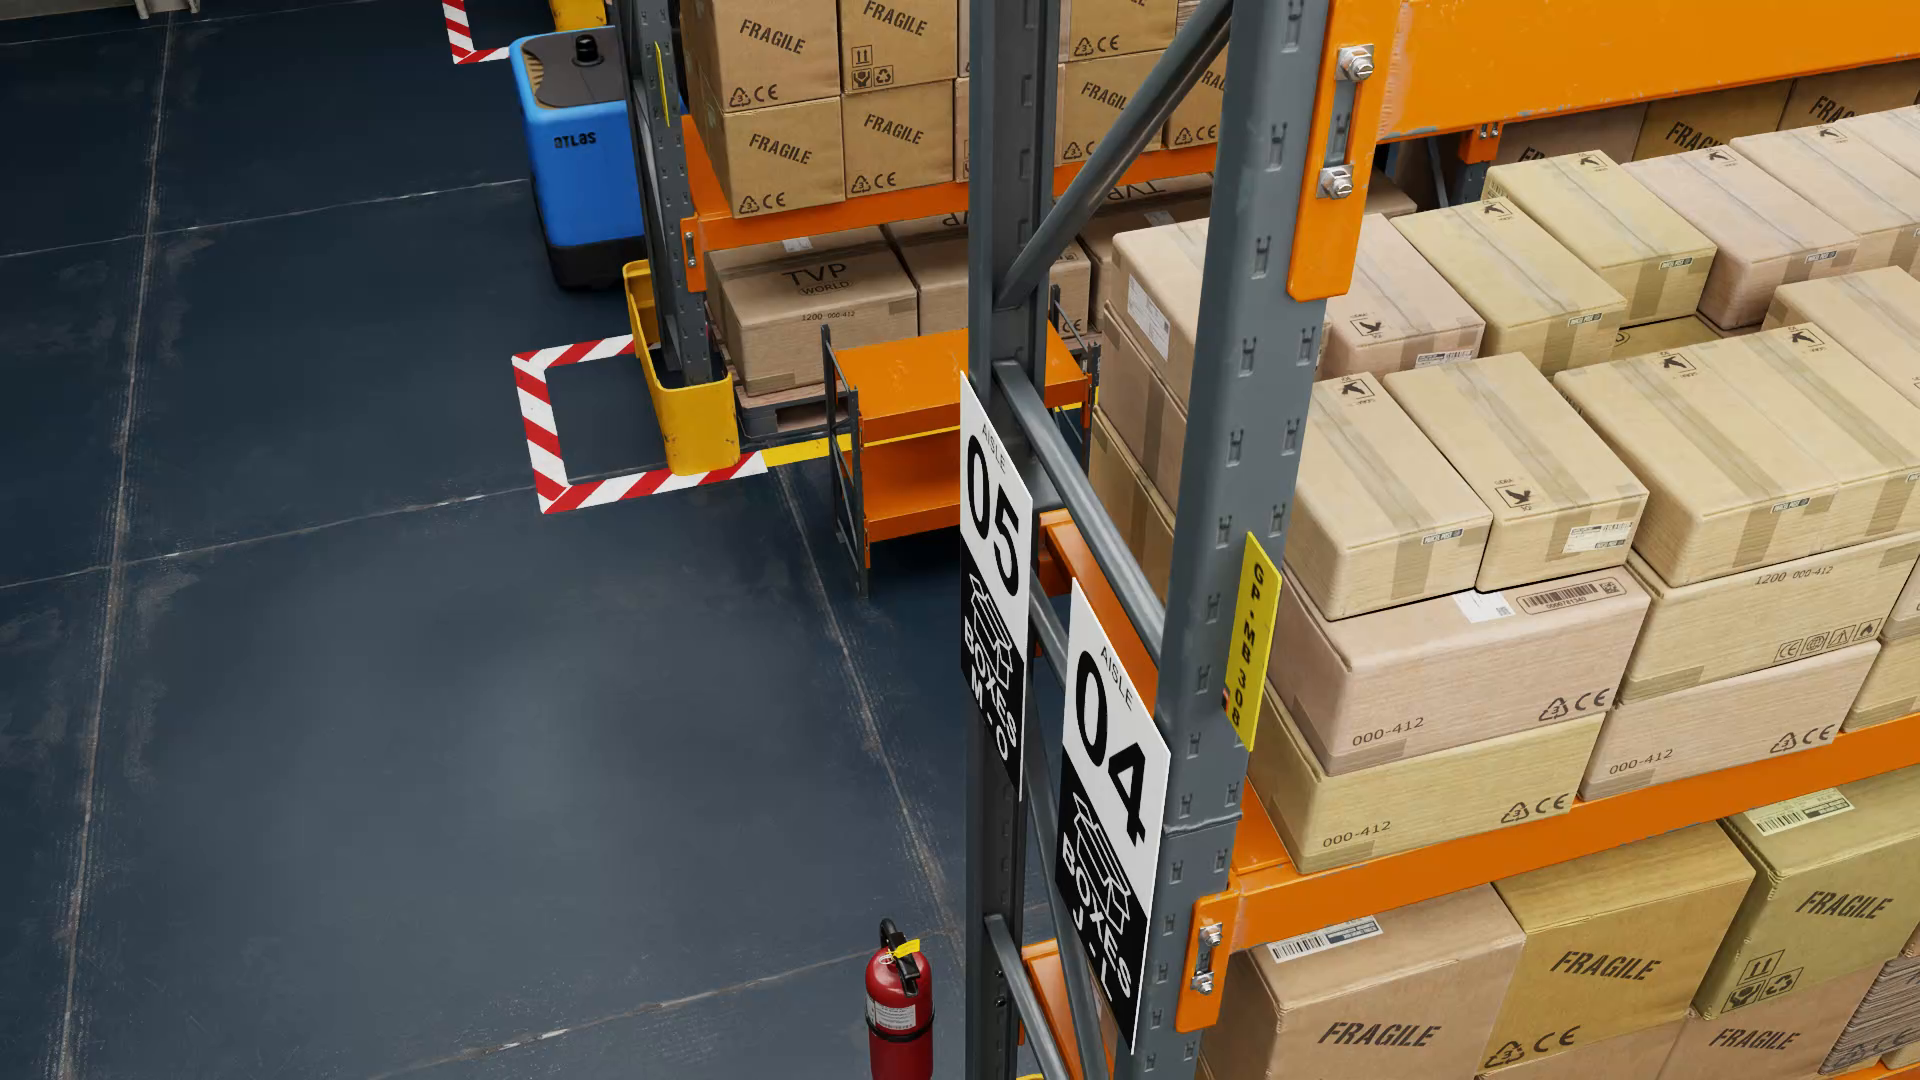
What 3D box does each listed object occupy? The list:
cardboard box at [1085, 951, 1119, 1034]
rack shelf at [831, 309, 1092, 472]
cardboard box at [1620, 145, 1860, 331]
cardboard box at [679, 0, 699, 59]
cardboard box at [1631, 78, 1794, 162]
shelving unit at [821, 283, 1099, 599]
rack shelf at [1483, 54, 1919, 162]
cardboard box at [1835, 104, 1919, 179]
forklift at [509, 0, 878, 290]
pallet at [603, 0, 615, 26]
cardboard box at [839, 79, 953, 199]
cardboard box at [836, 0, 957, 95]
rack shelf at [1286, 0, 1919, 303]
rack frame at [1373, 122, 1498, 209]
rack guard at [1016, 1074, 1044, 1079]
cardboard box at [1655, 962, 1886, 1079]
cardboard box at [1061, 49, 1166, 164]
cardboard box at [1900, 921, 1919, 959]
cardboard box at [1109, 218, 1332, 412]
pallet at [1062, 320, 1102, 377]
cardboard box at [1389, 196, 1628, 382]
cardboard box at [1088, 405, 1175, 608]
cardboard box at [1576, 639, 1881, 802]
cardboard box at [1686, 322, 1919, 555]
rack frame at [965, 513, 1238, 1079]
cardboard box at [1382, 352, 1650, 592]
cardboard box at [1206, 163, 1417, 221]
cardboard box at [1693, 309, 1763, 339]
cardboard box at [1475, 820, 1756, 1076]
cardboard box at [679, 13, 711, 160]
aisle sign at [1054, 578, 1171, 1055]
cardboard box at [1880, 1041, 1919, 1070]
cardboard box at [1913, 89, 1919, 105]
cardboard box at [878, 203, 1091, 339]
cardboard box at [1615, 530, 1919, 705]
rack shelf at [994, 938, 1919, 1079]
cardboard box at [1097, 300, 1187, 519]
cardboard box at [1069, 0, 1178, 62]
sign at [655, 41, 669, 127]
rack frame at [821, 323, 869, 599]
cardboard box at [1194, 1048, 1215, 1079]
[{"bbox_3d":[0.573,0.857,4.036,0.500,0.500,0.500,-11,42,-12],"label":"cardboard box"},{"bbox_3d":[-0.006,-0.643,7.035,1.000,0.278,0.538,-12,42,-13],"label":"rack shelf"},{"bbox_3d":[1.439,-0.575,3.129,0.250,0.149,0.380,-13,43,-14],"label":"cardboard box"},{"bbox_3d":[-0.973,-2.488,7.332,0.500,0.500,0.500,-10,42,-12],"label":"cardboard box"},{"bbox_3d":[3.880,-2.334,9.287,0.875,0.875,0.875,-11,42,-12],"label":"cardboard box"},{"bbox_3d":[-0.006,-0.422,7.228,1.048,1.125,0.538,-12,42,-13],"label":"shelving unit"},{"bbox_3d":[4.361,-2.744,9.007,4.000,0.370,1.077,-12,42,-13],"label":"rack shelf"},{"bbox_3d":[1.925,-0.695,3.266,0.250,0.149,0.380,-13,43,-14],"label":"cardboard box"},{"bbox_3d":[-0.912,-3.046,8.858,3.031,2.935,1.130,-12,43,-13],"label":"forklift"},{"bbox_3d":[-2.023,-4.066,12.094,1.213,0.211,1.003,-12,42,-13],"label":"pallet"},{"bbox_3d":[-0.343,-1.899,7.417,0.500,0.500,0.500,-12,43,-14],"label":"cardboard box"},{"bbox_3d":[-0.327,-2.266,7.077,0.500,0.500,0.500,-13,43,-14],"label":"cardboard box"},{"bbox_3d":[2.129,-1.125,2.597,4.000,0.370,1.077,-12,42,-13],"label":"rack shelf"},{"bbox_3d":[2.454,-2.620,8.318,0.127,3.000,1.000,-12,42,-13],"label":"rack frame"},{"bbox_3d":[0.294,2.184,4.720,0.348,0.500,1.175,-12,42,-13],"label":"rack guard"},{"bbox_3d":[1.707,0.982,3.894,0.500,0.500,0.500,-11,42,-12],"label":"cardboard box"},{"bbox_3d":[0.620,-2.098,7.645,0.500,0.500,0.500,-10,42,-12],"label":"cardboard box"},{"bbox_3d":[2.197,0.513,3.670,0.500,0.500,0.500,-13,43,-14],"label":"cardboard box"},{"bbox_3d":[0.451,-0.404,2.934,0.250,0.149,0.380,-12,43,-13],"label":"cardboard box"},{"bbox_3d":[0.539,-1.225,8.841,1.213,0.211,1.003,-12,42,-13],"label":"pallet"},{"bbox_3d":[0.960,-0.443,2.978,0.250,0.149,0.380,-13,43,-14],"label":"cardboard box"},{"bbox_3d":[0.576,-0.072,3.236,0.500,0.250,0.500,-13,43,-14],"label":"cardboard box"},{"bbox_3d":[1.230,0.154,2.977,0.500,0.250,0.500,-10,42,-12],"label":"cardboard box"},{"bbox_3d":[1.360,-0.170,2.665,0.250,0.149,0.380,-11,42,-12],"label":"cardboard box"},{"bbox_3d":[0.222,1.257,3.881,0.127,3.000,1.000,-12,42,-13],"label":"rack frame"},{"bbox_3d":[0.848,-0.115,2.602,0.250,0.149,0.380,-10,42,-11],"label":"cardboard box"},{"bbox_3d":[1.823,-1.756,8.958,0.875,0.438,0.875,-12,43,-14],"label":"cardboard box"},{"bbox_3d":[1.561,-0.456,3.296,0.500,0.250,0.500,-11,42,-12],"label":"cardboard box"},{"bbox_3d":[1.209,0.705,3.451,0.500,0.500,0.500,-11,42,-12],"label":"cardboard box"},{"bbox_3d":[-0.981,-2.128,7.680,0.500,0.500,0.500,-11,42,-13],"label":"cardboard box"},{"bbox_3d":[0.242,0.481,2.793,0.004,0.787,0.394,-12,42,-13],"label":"aisle sign"},{"bbox_3d":[2.365,1.119,4.230,0.250,0.149,0.380,-11,42,-12],"label":"cardboard box"},{"bbox_3d":[5.585,-2.684,9.687,0.875,0.875,0.875,-12,43,-13],"label":"cardboard box"},{"bbox_3d":[0.108,-1.402,8.552,0.875,0.438,0.875,-11,42,-12],"label":"cardboard box"},{"bbox_3d":[1.216,-0.032,2.810,0.500,0.250,0.500,-12,43,-14],"label":"cardboard box"},{"bbox_3d":[2.129,1.133,4.570,4.000,0.370,1.077,-12,42,-13],"label":"rack shelf"},{"bbox_3d":[0.585,-0.255,3.066,0.500,0.250,0.500,-13,43,-14],"label":"cardboard box"},{"bbox_3d":[0.637,-2.472,7.313,0.500,0.500,0.500,-12,42,-13],"label":"cardboard box"},{"bbox_3d":[-1.201,-1.836,6.703,0.005,0.325,0.100,-12,42,-13],"label":"sign"},{"bbox_3d":[-0.491,-0.322,7.113,0.032,1.125,0.500,-12,42,-13],"label":"rack frame"},{"bbox_3d":[0.733,1.192,3.653,0.500,0.500,0.500,-10,42,-11],"label":"cardboard box"}]
